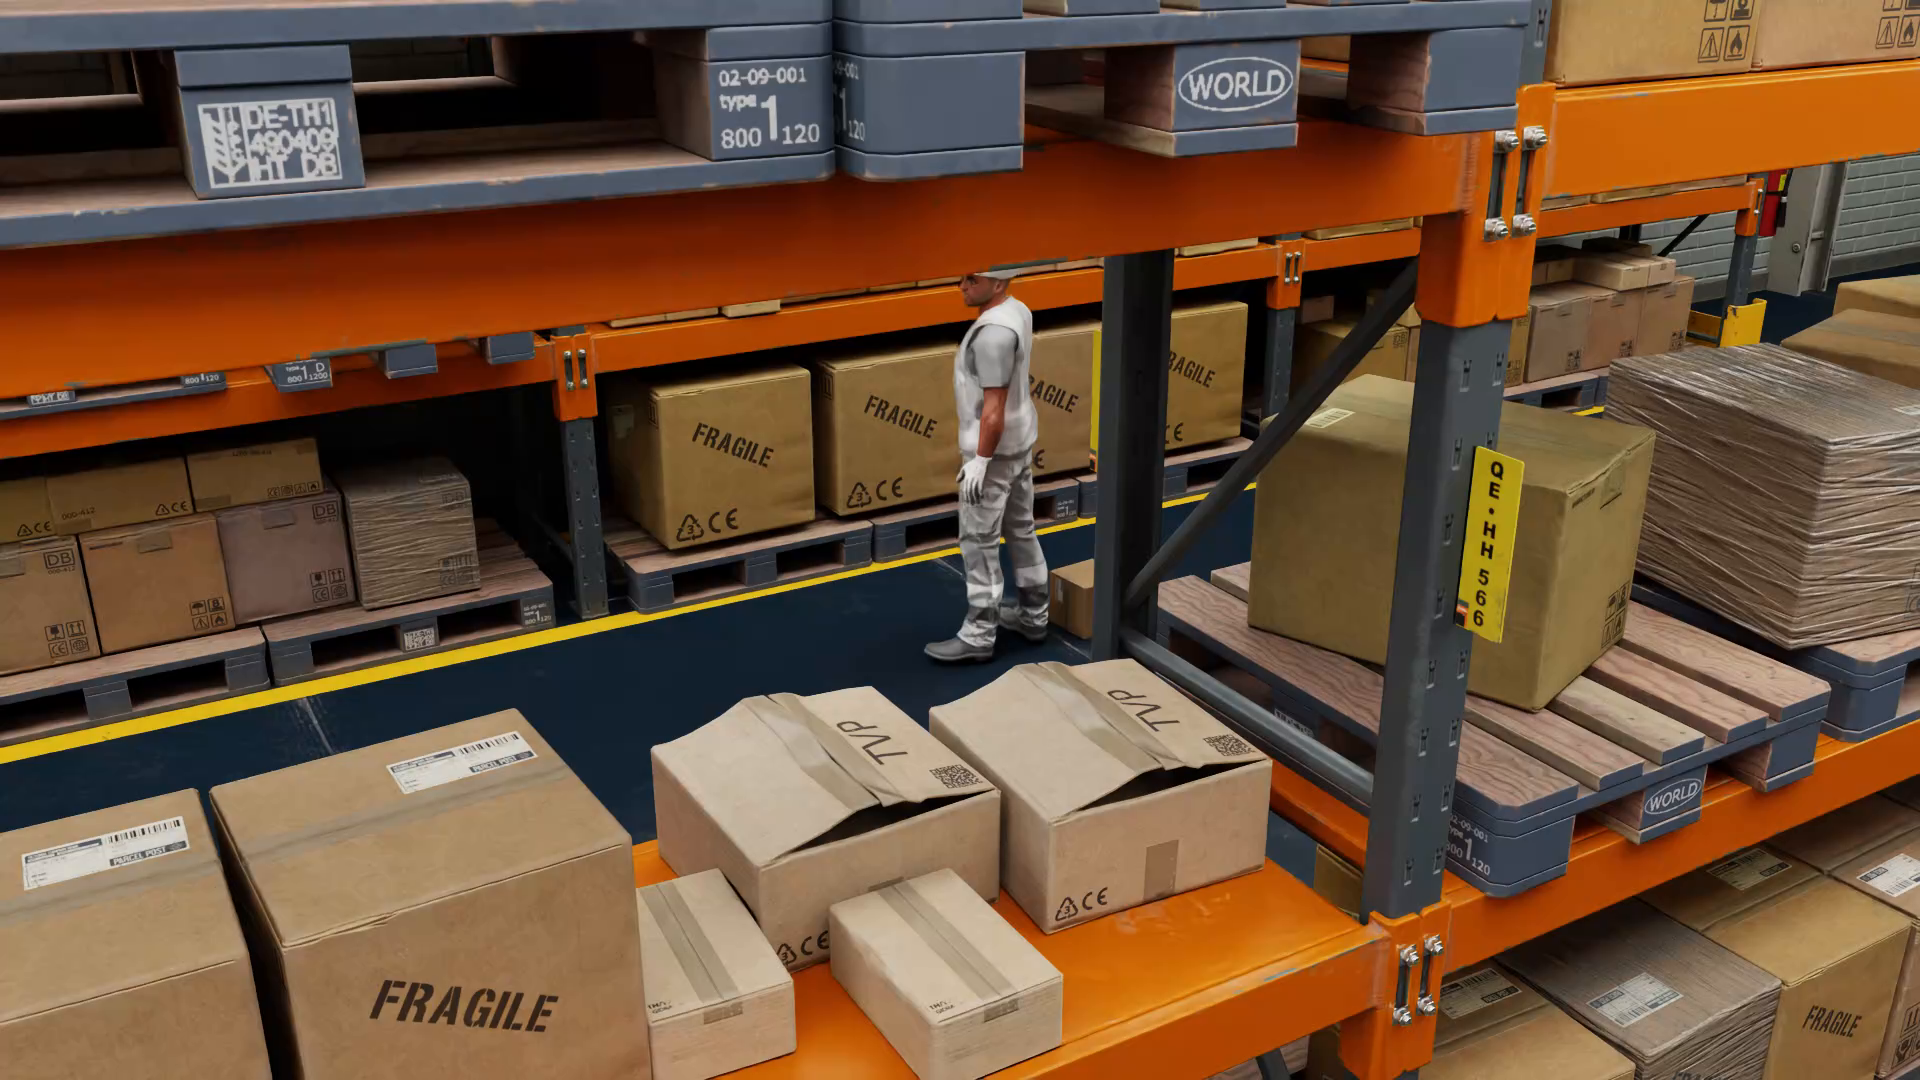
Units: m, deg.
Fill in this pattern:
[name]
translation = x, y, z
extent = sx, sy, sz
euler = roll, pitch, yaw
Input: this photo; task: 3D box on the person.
[person]
translation = 0.127, -0.373, 6.942
extent = 0.476, 1.791, 0.573
euler = 6, 22, 15
